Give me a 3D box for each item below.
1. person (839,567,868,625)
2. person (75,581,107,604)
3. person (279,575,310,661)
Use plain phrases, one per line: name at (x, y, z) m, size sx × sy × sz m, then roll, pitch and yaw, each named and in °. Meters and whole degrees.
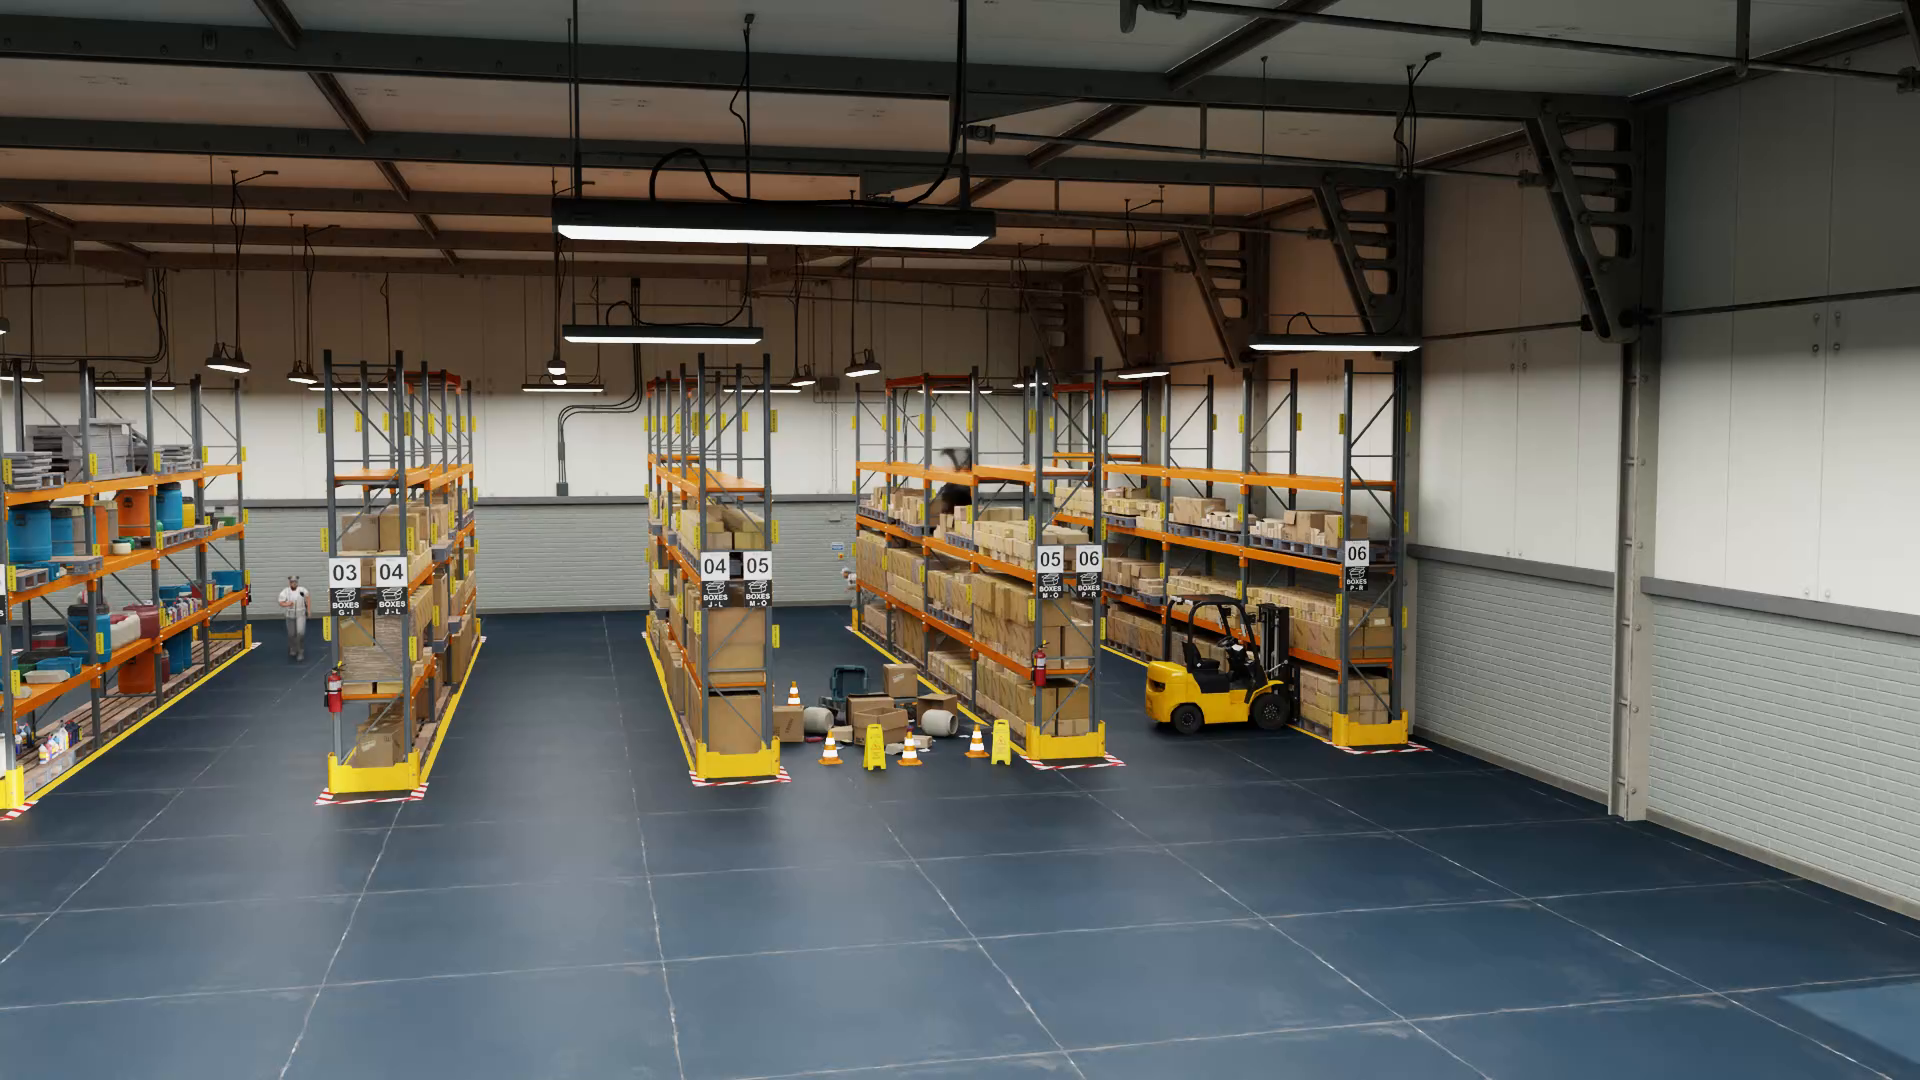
person at (-2.450, 1.408, 41.638) m, size 1.164 × 1.473 × 0.588 m, roll -1°, pitch 4°, yaw -15°
person at (-18.652, 1.669, 35.743) m, size 0.631 × 1.707 × 0.791 m, roll -2°, pitch 5°, yaw -30°
person at (-14.183, 1.659, 35.457) m, size 0.617 × 1.844 × 0.875 m, roll -1°, pitch 4°, yaw -19°
